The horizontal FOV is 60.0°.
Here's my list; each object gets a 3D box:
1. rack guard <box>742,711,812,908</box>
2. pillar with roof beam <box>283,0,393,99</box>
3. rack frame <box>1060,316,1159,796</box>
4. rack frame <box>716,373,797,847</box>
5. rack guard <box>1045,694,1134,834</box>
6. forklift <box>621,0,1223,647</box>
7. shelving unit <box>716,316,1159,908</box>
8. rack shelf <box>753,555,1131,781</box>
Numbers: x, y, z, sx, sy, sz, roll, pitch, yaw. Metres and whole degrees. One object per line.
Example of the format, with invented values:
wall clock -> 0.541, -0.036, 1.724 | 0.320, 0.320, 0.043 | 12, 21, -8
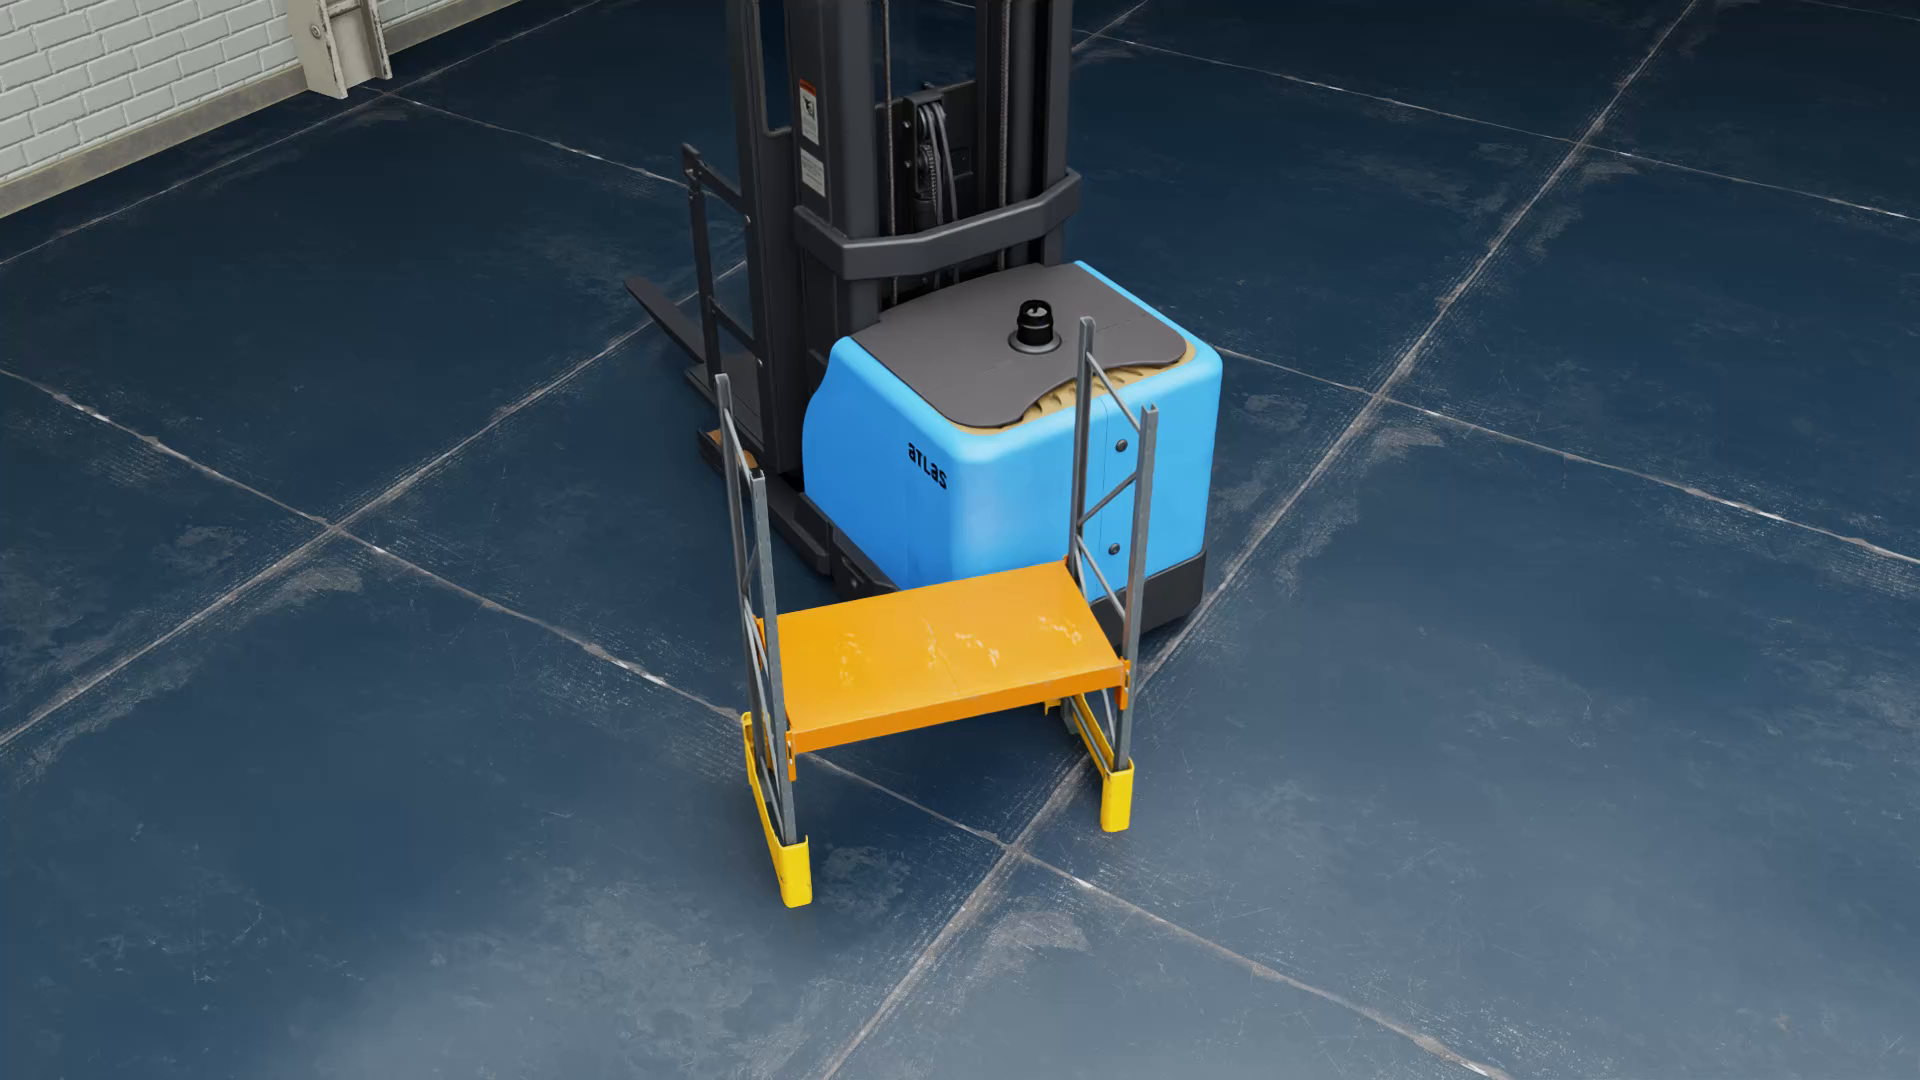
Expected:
rack guard -> -0.552, 0.799, 5.008 | 0.087, 0.250, 0.587 | -10, 39, -13
pillar with roof beam -> 0.065, -4.832, 5.147 | 9.100, 9.000, 0.400 | 21, 42, 25
rack frame -> 0.419, 0.125, 4.860 | 0.032, 1.500, 0.500 | -10, 39, -13
rack frame -> -0.554, 0.305, 4.626 | 0.032, 1.500, 0.500 | -10, 39, -13
rack guard -> 0.401, 0.623, 5.237 | 0.087, 0.250, 0.587 | -10, 39, -13
forklift -> -0.383, -1.482, 5.771 | 1.130, 2.935, 3.031 | -22, 43, -26
shelving unit -> -0.076, 0.216, 4.741 | 1.083, 1.500, 0.587 | -10, 39, -13
rack shelf -> -0.067, 0.357, 4.853 | 1.000, 0.185, 0.538 | -10, 39, -13
